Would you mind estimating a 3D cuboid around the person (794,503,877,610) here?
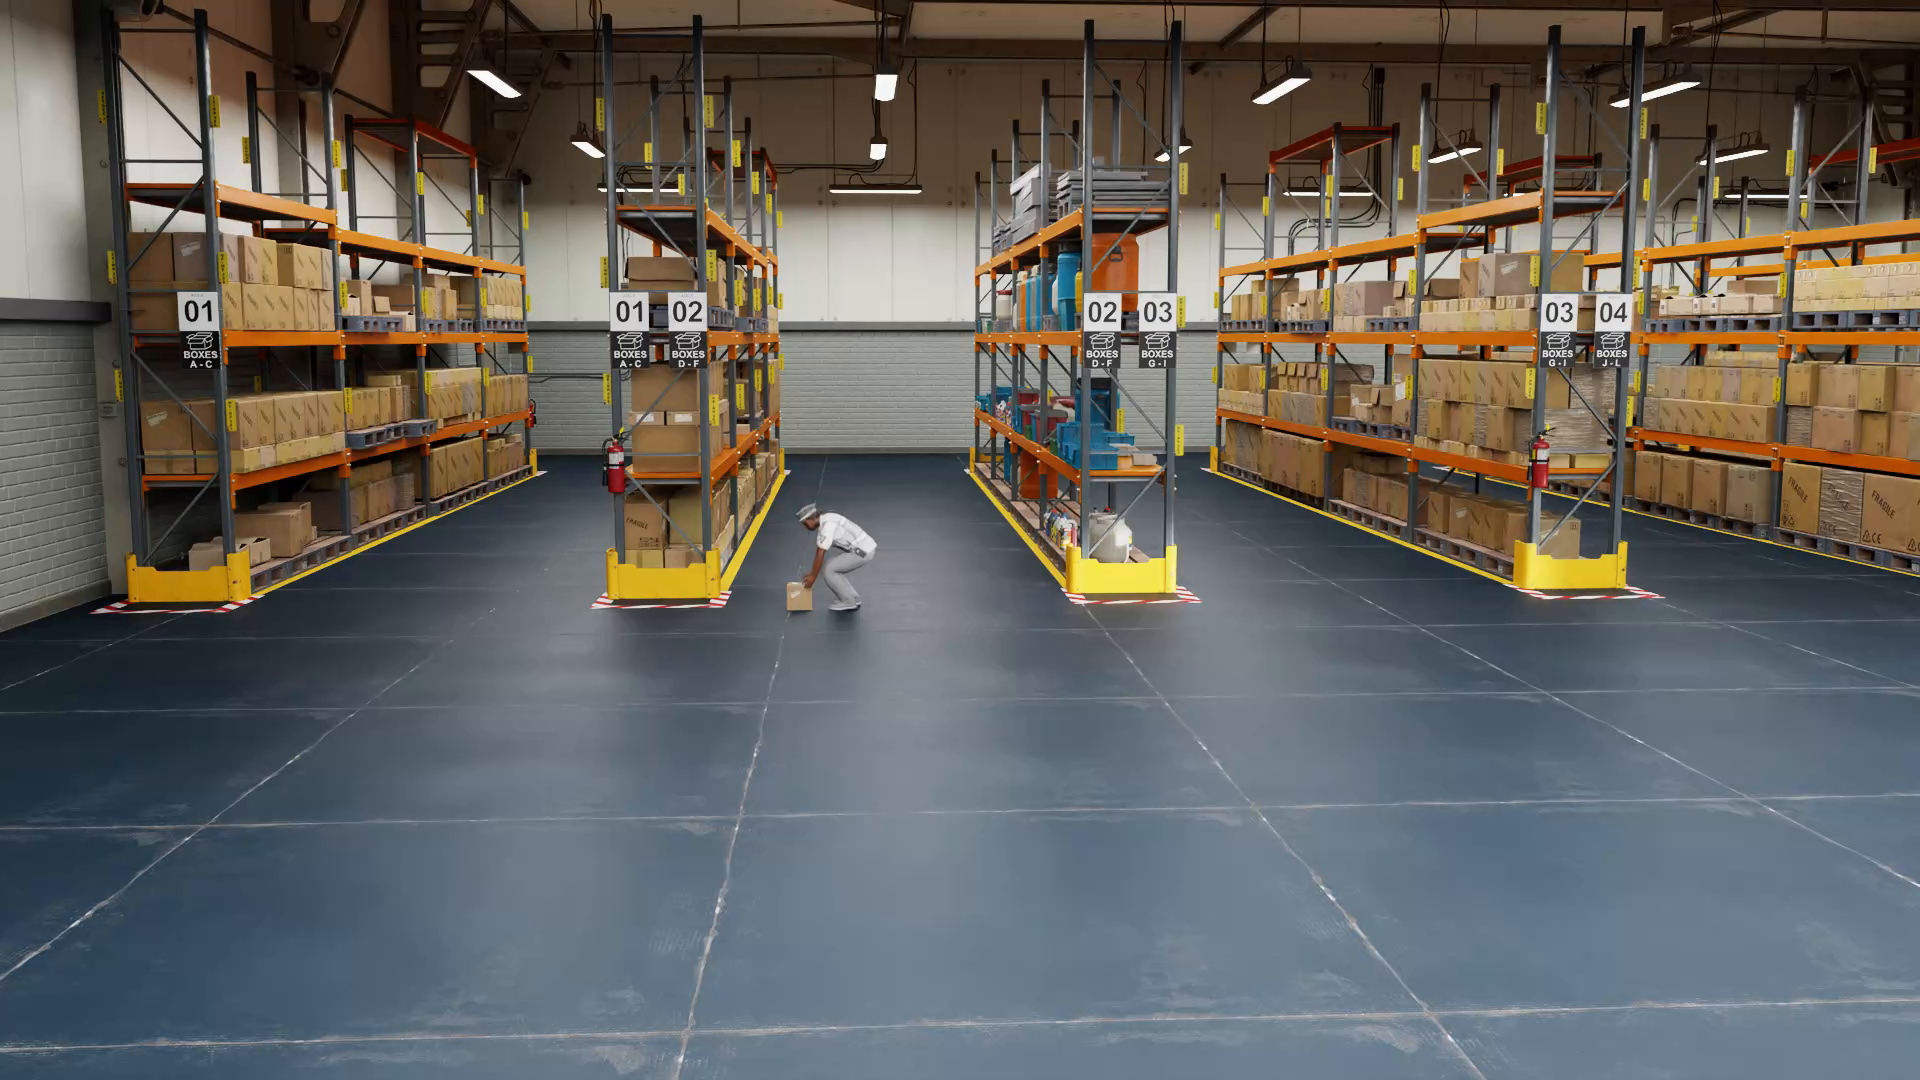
[{"bbox_3d":[-1.258,0.196,16.844,0.834,1.015,0.495,0,7,-4],"label":"person"}]
